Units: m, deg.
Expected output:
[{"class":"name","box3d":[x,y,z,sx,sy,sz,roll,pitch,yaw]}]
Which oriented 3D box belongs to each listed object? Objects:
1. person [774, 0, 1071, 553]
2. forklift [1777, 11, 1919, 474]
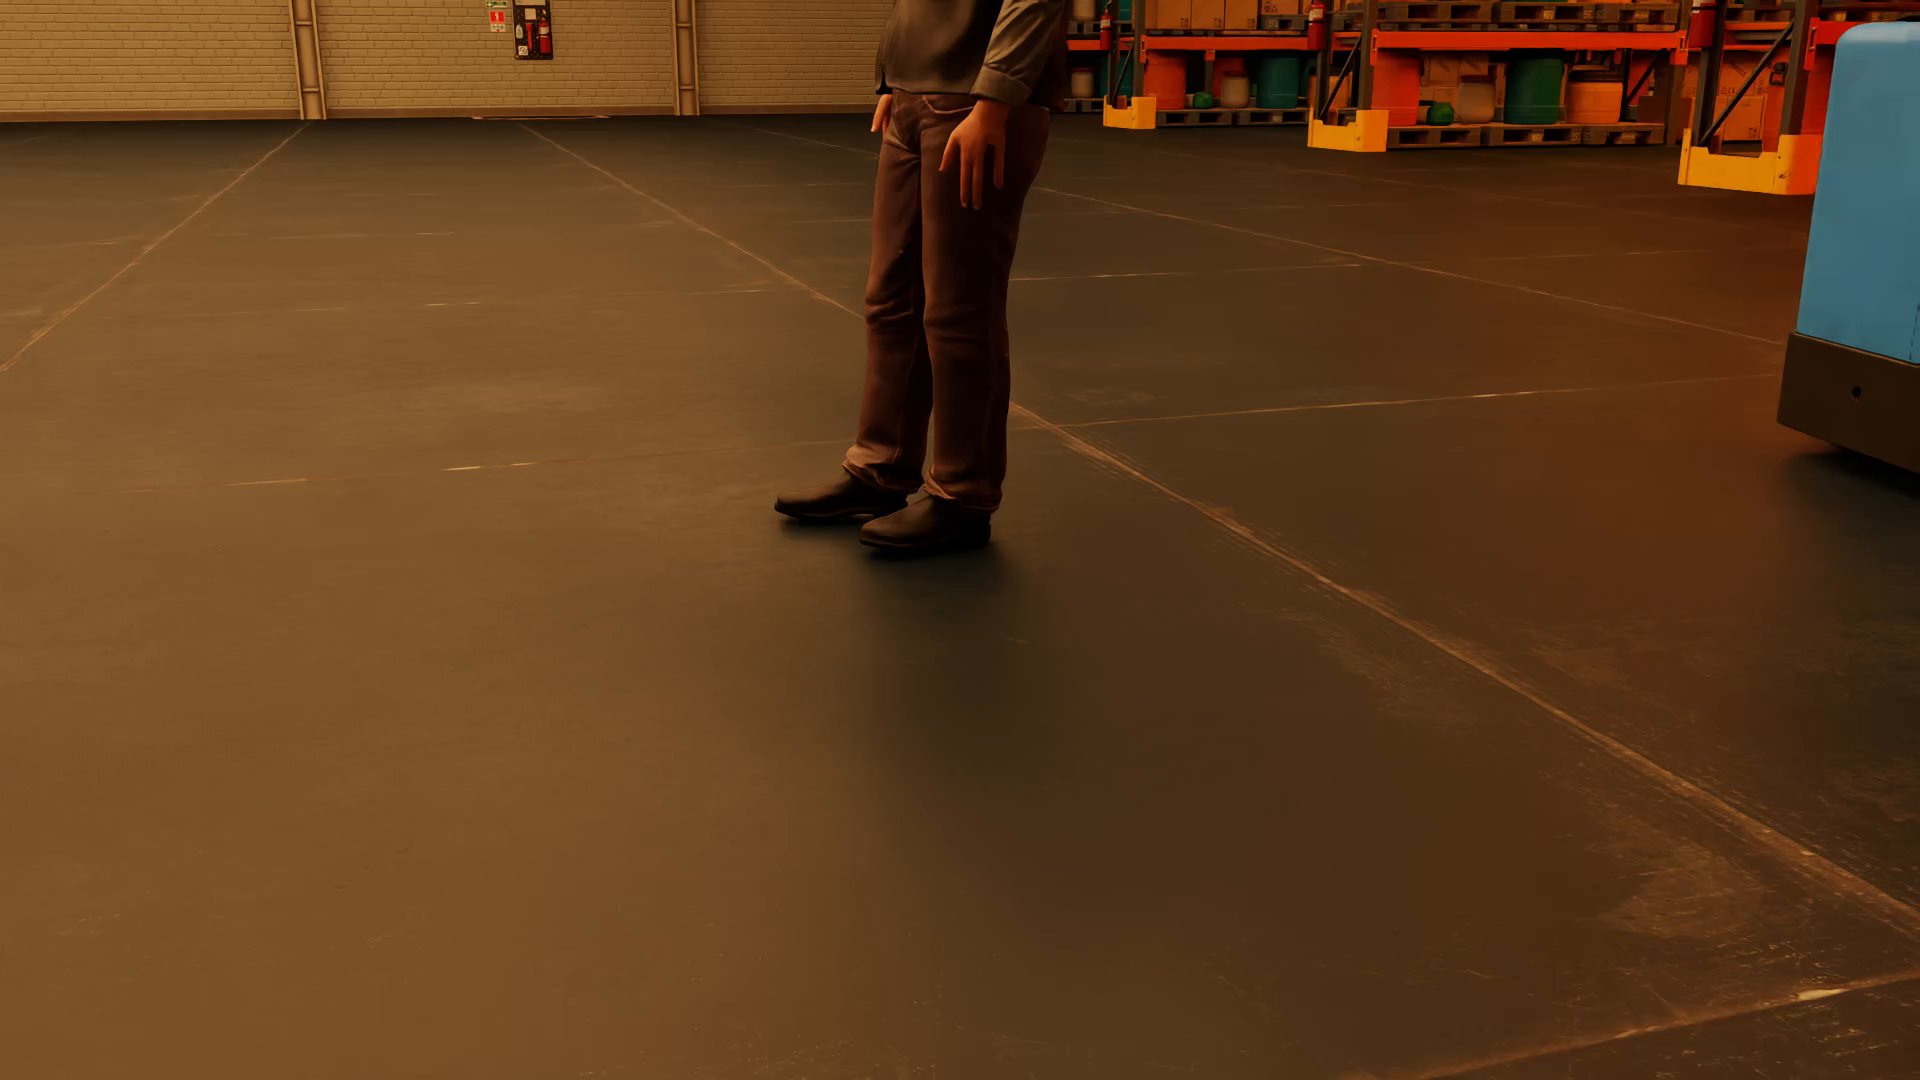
[{"class":"person","box3d":[-0.061,-0.830,3.312,0.568,1.720,0.632,-5,17,-17]},{"class":"forklift","box3d":[3.697,-1.570,3.714,3.031,2.935,1.130,-2,16,-7]}]
